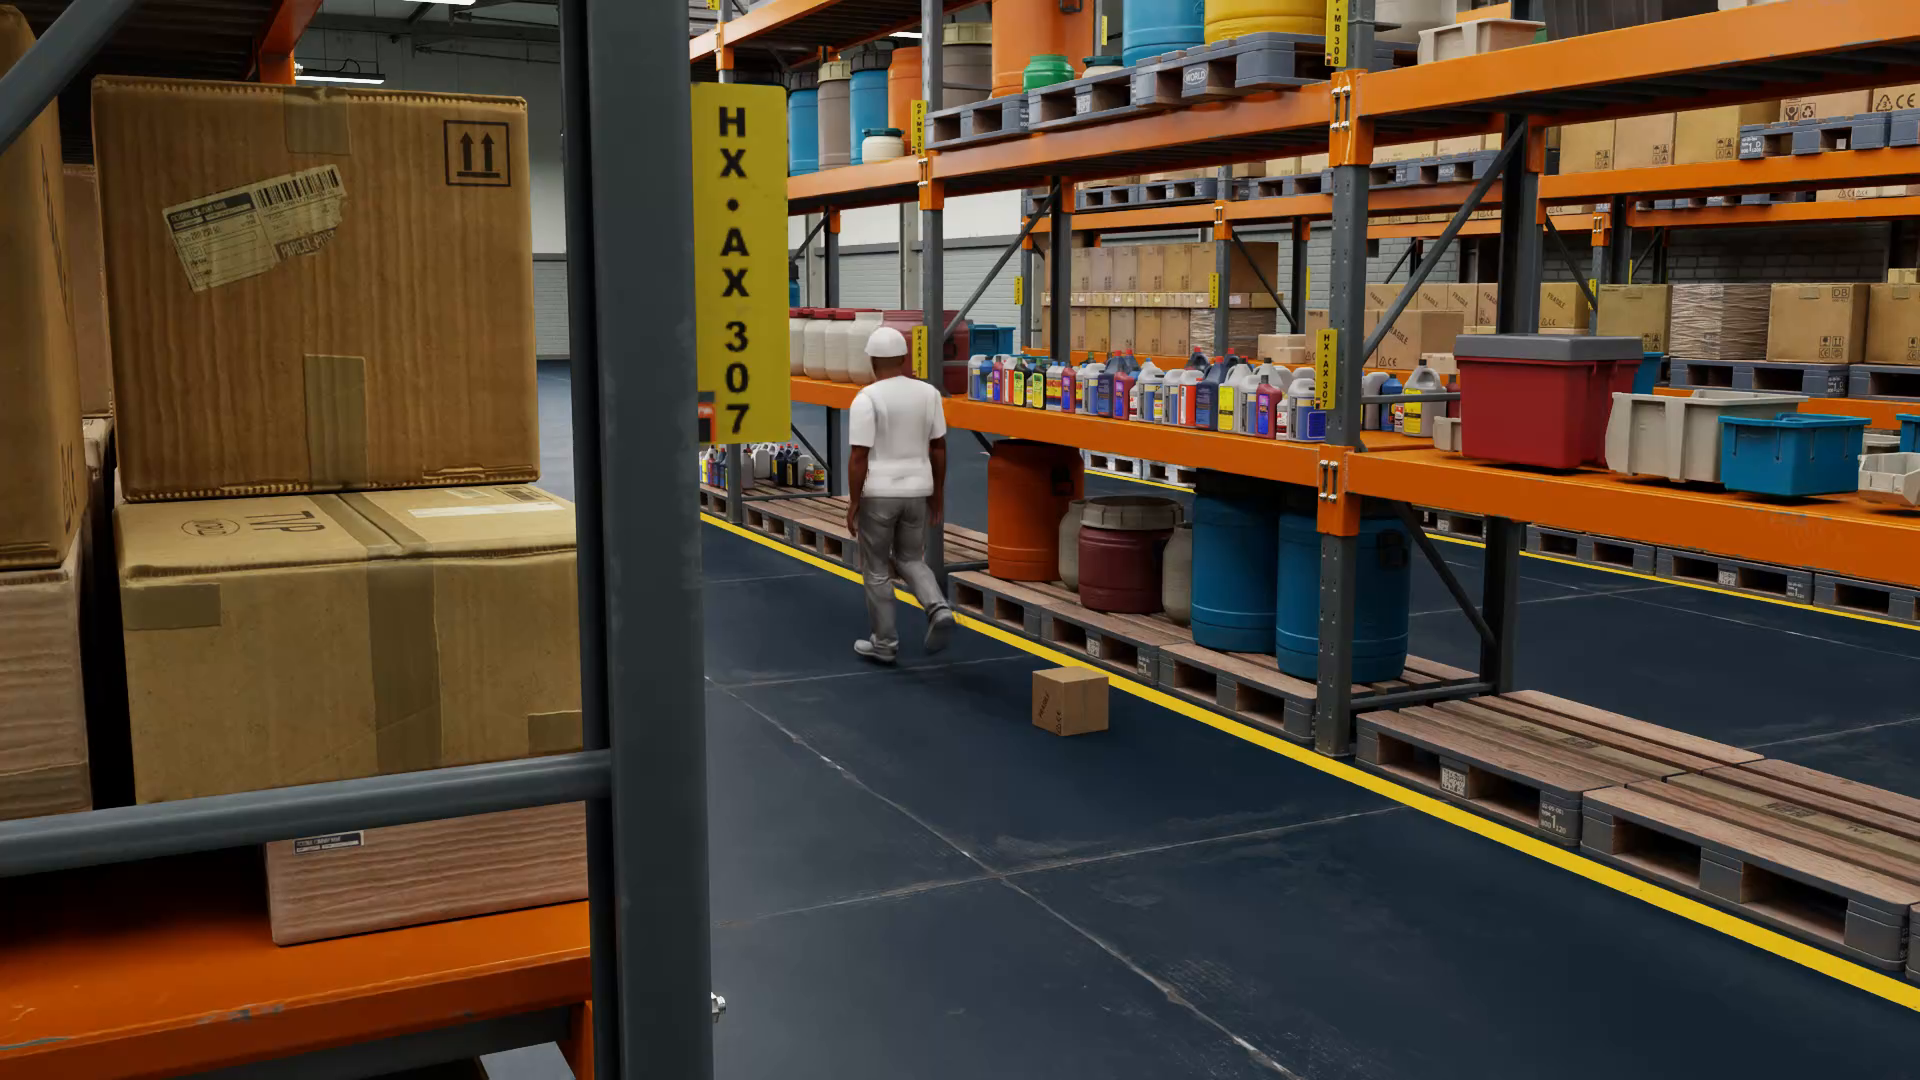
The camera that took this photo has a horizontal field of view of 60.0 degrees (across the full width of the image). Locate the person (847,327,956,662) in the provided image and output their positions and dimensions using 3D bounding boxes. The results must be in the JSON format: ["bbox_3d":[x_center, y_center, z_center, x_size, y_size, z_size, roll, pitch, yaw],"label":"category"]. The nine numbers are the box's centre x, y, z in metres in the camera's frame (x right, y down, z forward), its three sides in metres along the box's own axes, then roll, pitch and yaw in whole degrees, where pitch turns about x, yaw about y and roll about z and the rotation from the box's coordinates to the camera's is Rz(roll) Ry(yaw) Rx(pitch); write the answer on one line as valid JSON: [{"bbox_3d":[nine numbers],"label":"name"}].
[{"bbox_3d":[-0.303,-0.224,8.642,0.582,1.754,0.683,-6,10,-34],"label":"person"}]
